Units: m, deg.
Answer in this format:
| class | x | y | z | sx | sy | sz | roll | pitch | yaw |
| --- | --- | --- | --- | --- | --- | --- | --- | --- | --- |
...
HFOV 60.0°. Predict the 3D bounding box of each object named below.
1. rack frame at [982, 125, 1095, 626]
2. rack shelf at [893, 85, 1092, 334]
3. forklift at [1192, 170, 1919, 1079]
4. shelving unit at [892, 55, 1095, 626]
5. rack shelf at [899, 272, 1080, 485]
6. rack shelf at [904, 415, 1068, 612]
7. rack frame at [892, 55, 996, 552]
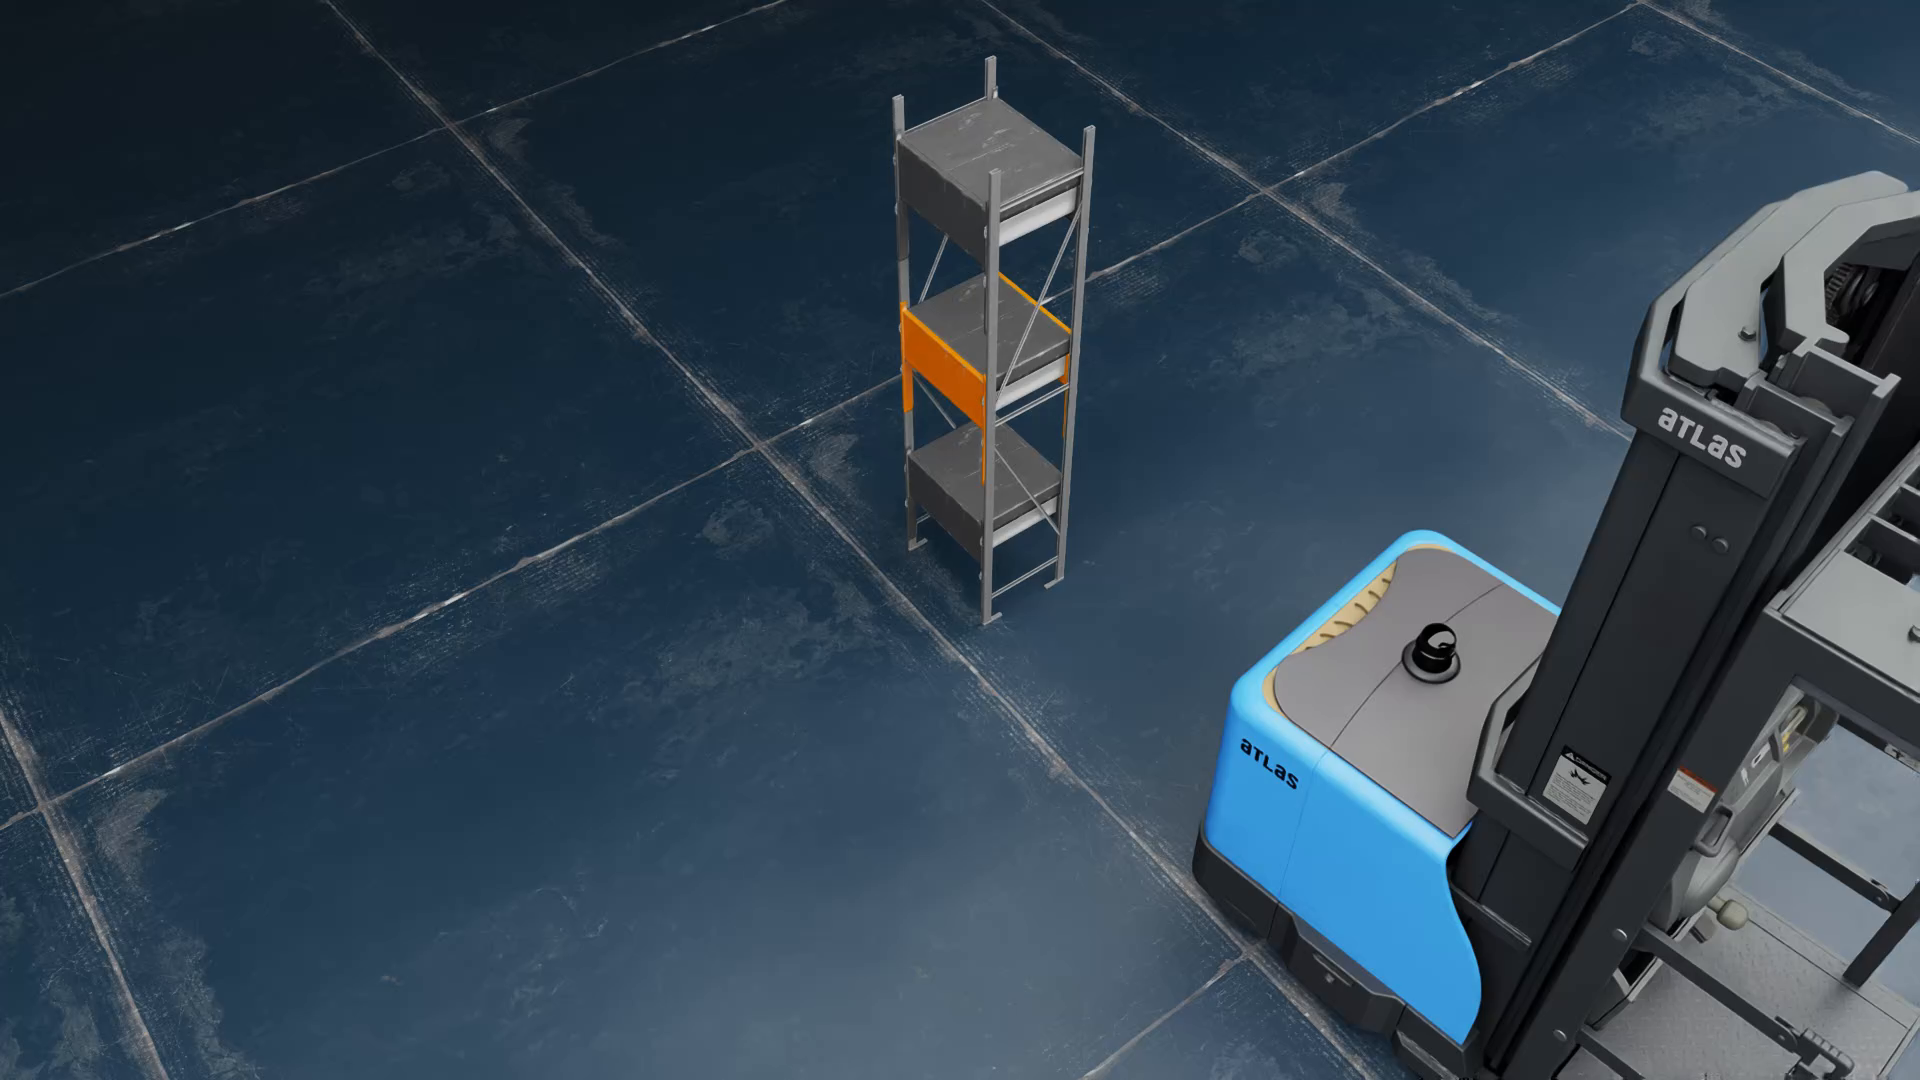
| class | x | y | z | sx | sy | sz | roll | pitch | yaw |
| --- | --- | --- | --- | --- | --- | --- | --- | --- | --- |
| rack frame | 0.248 | -0.464 | 5.752 | 0.400 | 2.100 | 0.015 | -29 | 54 | -24 |
| rack shelf | 0.100 | -1.069 | 5.374 | 0.431 | 0.518 | 0.480 | -29 | 54 | -24 |
| forklift | 2.178 | 0.707 | 4.129 | 1.130 | 2.935 | 3.031 | -36 | 57 | -28 |
| shelving unit | 0.100 | -0.608 | 5.882 | 0.431 | 2.100 | 0.503 | -29 | 54 | -24 |
| rack shelf | 0.100 | -0.598 | 5.893 | 0.431 | 0.518 | 0.480 | -29 | 54 | -24 |
| rack shelf | 0.100 | -0.128 | 6.411 | 0.431 | 0.518 | 0.480 | -29 | 54 | -24 |
| rack frame | -0.048 | -0.752 | 6.013 | 0.400 | 2.100 | 0.015 | -29 | 54 | -24 |
